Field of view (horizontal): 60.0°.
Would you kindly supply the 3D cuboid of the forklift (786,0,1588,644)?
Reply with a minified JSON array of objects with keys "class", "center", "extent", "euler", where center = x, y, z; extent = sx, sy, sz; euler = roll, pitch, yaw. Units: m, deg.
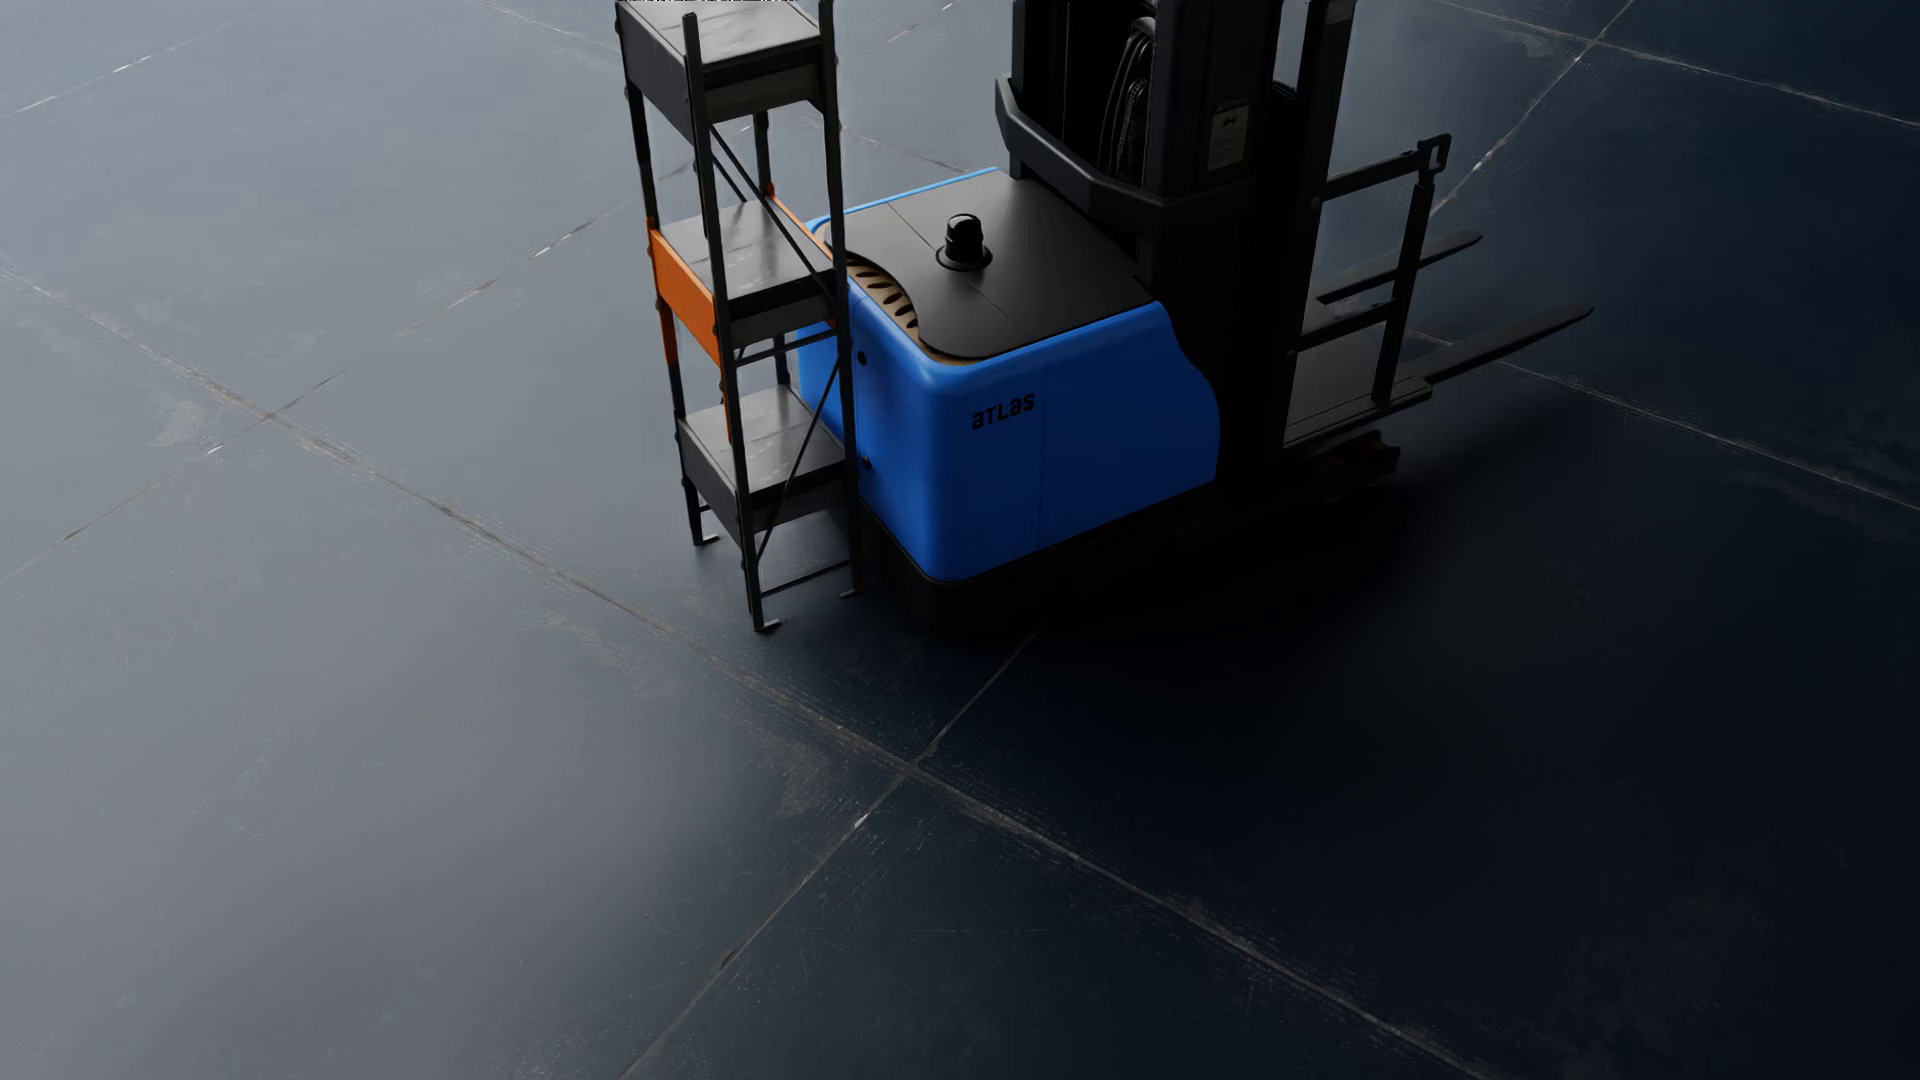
[{"class":"forklift","center":[0.947,-1.494,5.222],"extent":[3.031,2.935,1.130],"euler":[-21,46,-22]}]

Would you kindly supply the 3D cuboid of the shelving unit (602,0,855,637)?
[{"class":"shelving unit","center":[-0.650,-0.680,4.935],"extent":[0.431,2.100,0.503],"euler":[-21,46,-22]}]

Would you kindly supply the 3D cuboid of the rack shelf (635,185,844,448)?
[{"class":"rack shelf","center":[-0.650,-0.669,4.944],"extent":[0.431,0.518,0.480],"euler":[-21,46,-22]}]

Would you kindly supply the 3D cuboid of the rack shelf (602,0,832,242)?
[{"class":"rack shelf","center":[-0.650,-1.191,4.477],"extent":[0.431,0.518,0.480],"euler":[-21,46,-22]}]

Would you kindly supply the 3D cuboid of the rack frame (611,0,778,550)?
[{"class":"rack frame","center":[-0.773,-0.820,5.092],"extent":[0.400,2.100,0.015],"euler":[-21,46,-22]}]

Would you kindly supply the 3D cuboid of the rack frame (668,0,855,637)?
[{"class":"rack frame","center":[-0.527,-0.539,4.778],"extent":[0.400,2.100,0.015],"euler":[-21,46,-22]}]

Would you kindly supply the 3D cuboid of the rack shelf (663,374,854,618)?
[{"class":"rack shelf","center":[-0.650,-0.148,5.411],"extent":[0.431,0.518,0.480],"euler":[-21,46,-22]}]
